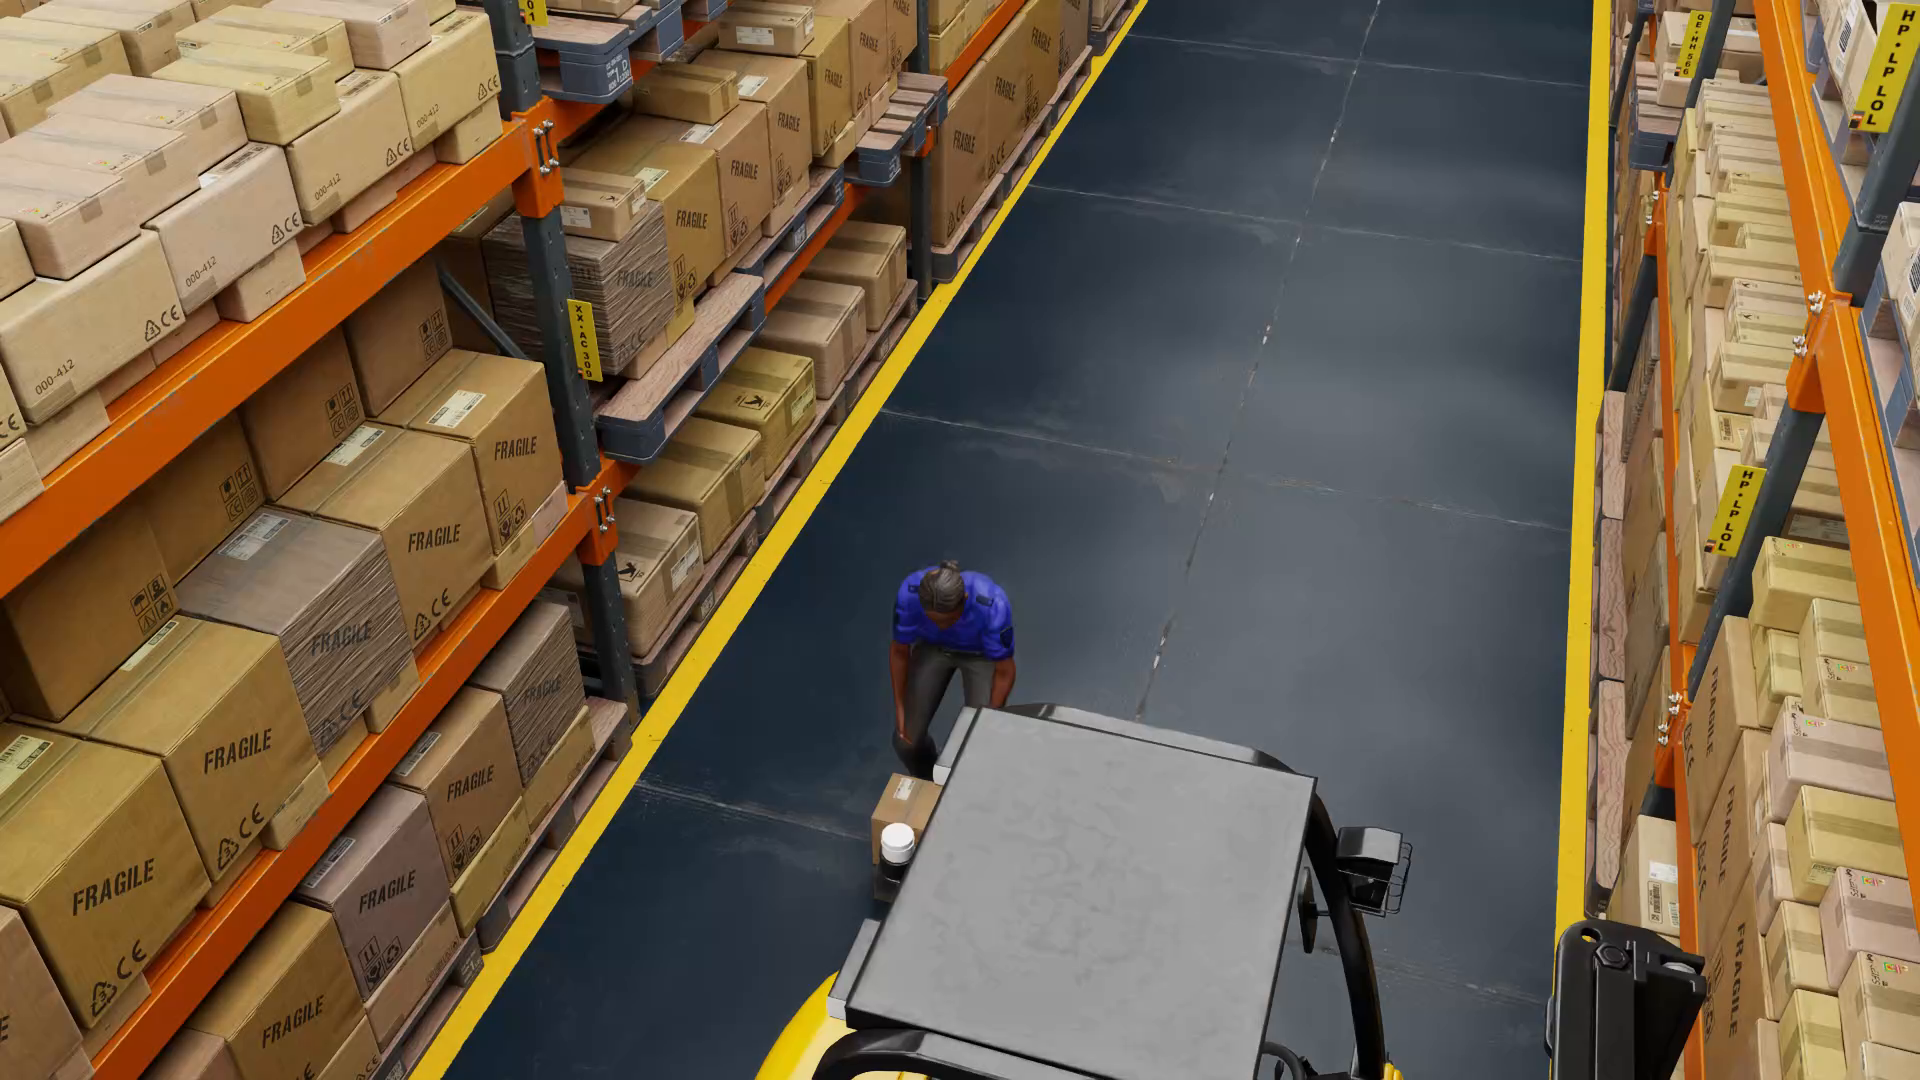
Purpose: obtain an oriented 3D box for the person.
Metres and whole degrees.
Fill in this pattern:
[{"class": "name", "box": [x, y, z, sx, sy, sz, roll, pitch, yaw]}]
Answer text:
[{"class": "person", "box": [-0.004, 0.546, 6.407, 0.495, 1.391, 0.616, 11, 39, 14]}]
